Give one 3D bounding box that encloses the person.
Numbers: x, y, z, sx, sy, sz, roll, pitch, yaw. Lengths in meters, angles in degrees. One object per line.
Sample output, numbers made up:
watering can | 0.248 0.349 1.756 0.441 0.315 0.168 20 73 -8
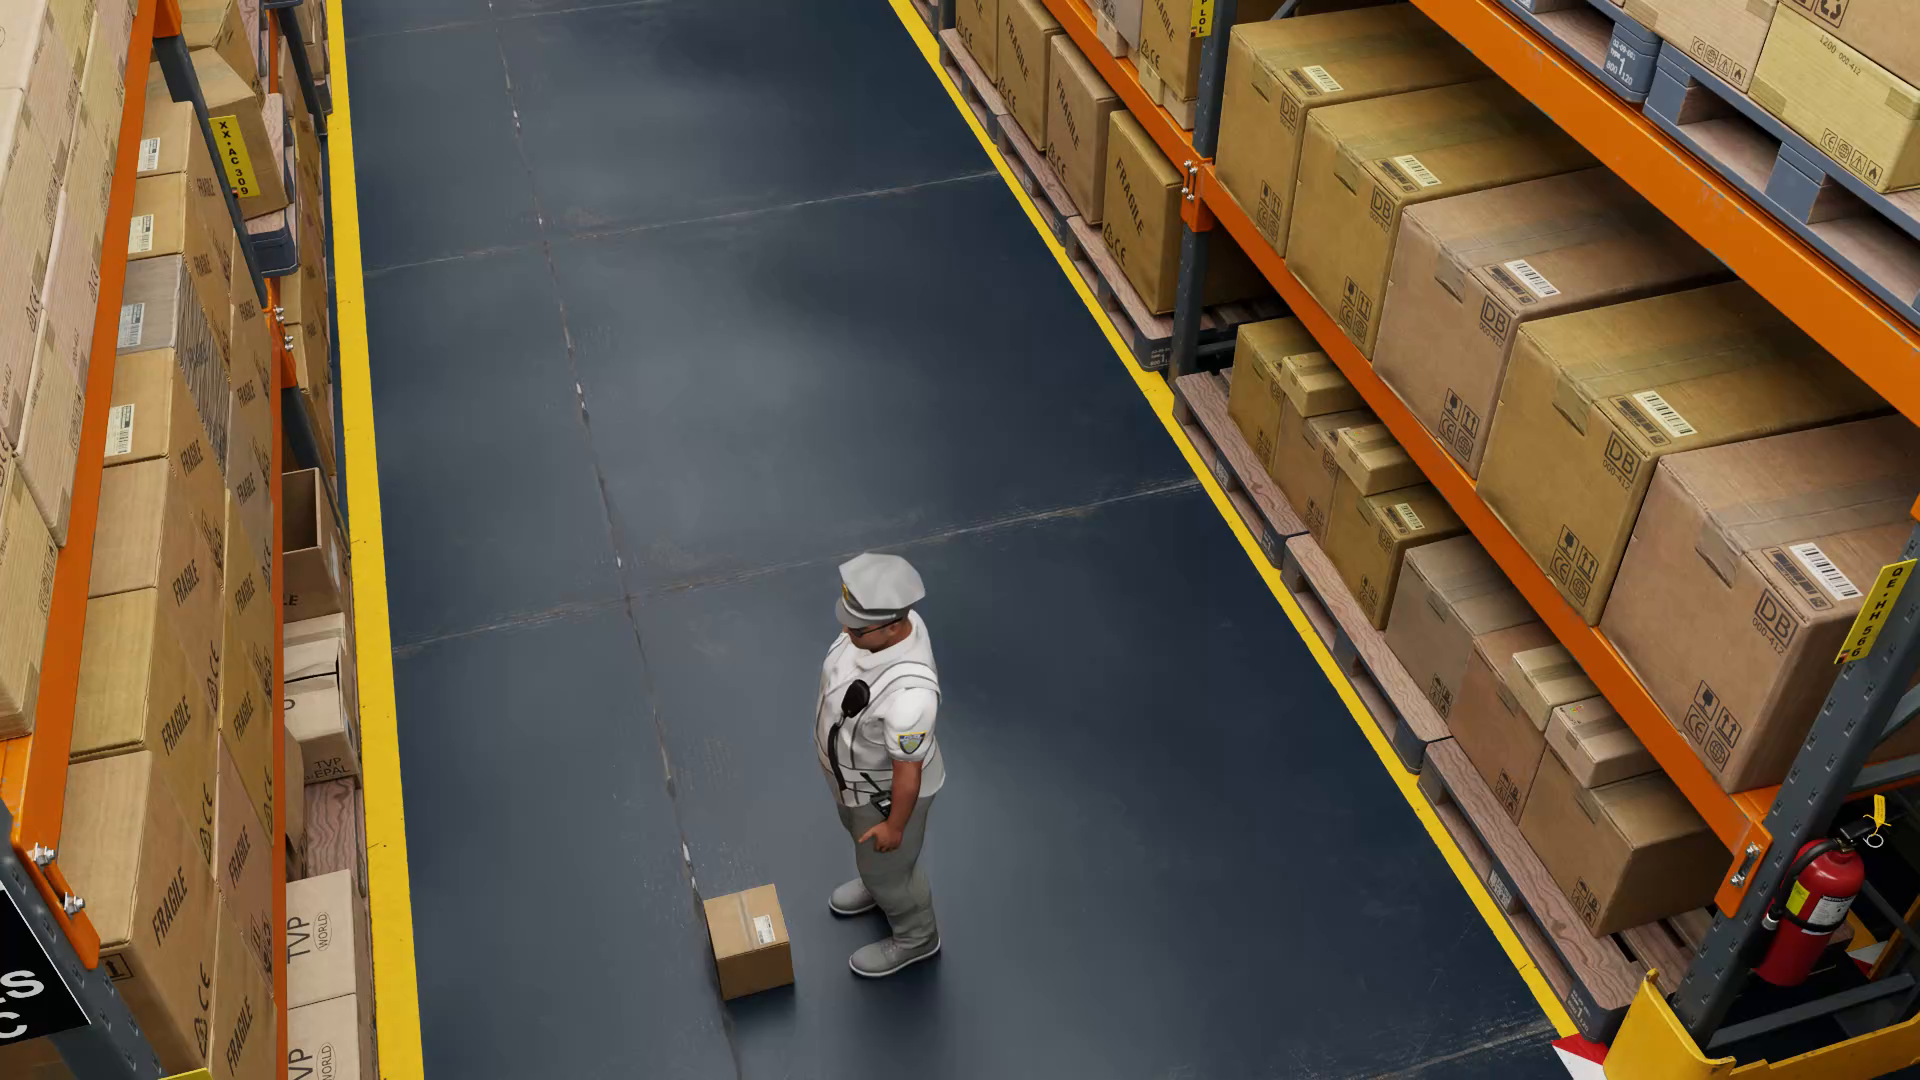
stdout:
person | -0.256 0.744 5.331 0.393 1.746 0.528 -11 43 -12
